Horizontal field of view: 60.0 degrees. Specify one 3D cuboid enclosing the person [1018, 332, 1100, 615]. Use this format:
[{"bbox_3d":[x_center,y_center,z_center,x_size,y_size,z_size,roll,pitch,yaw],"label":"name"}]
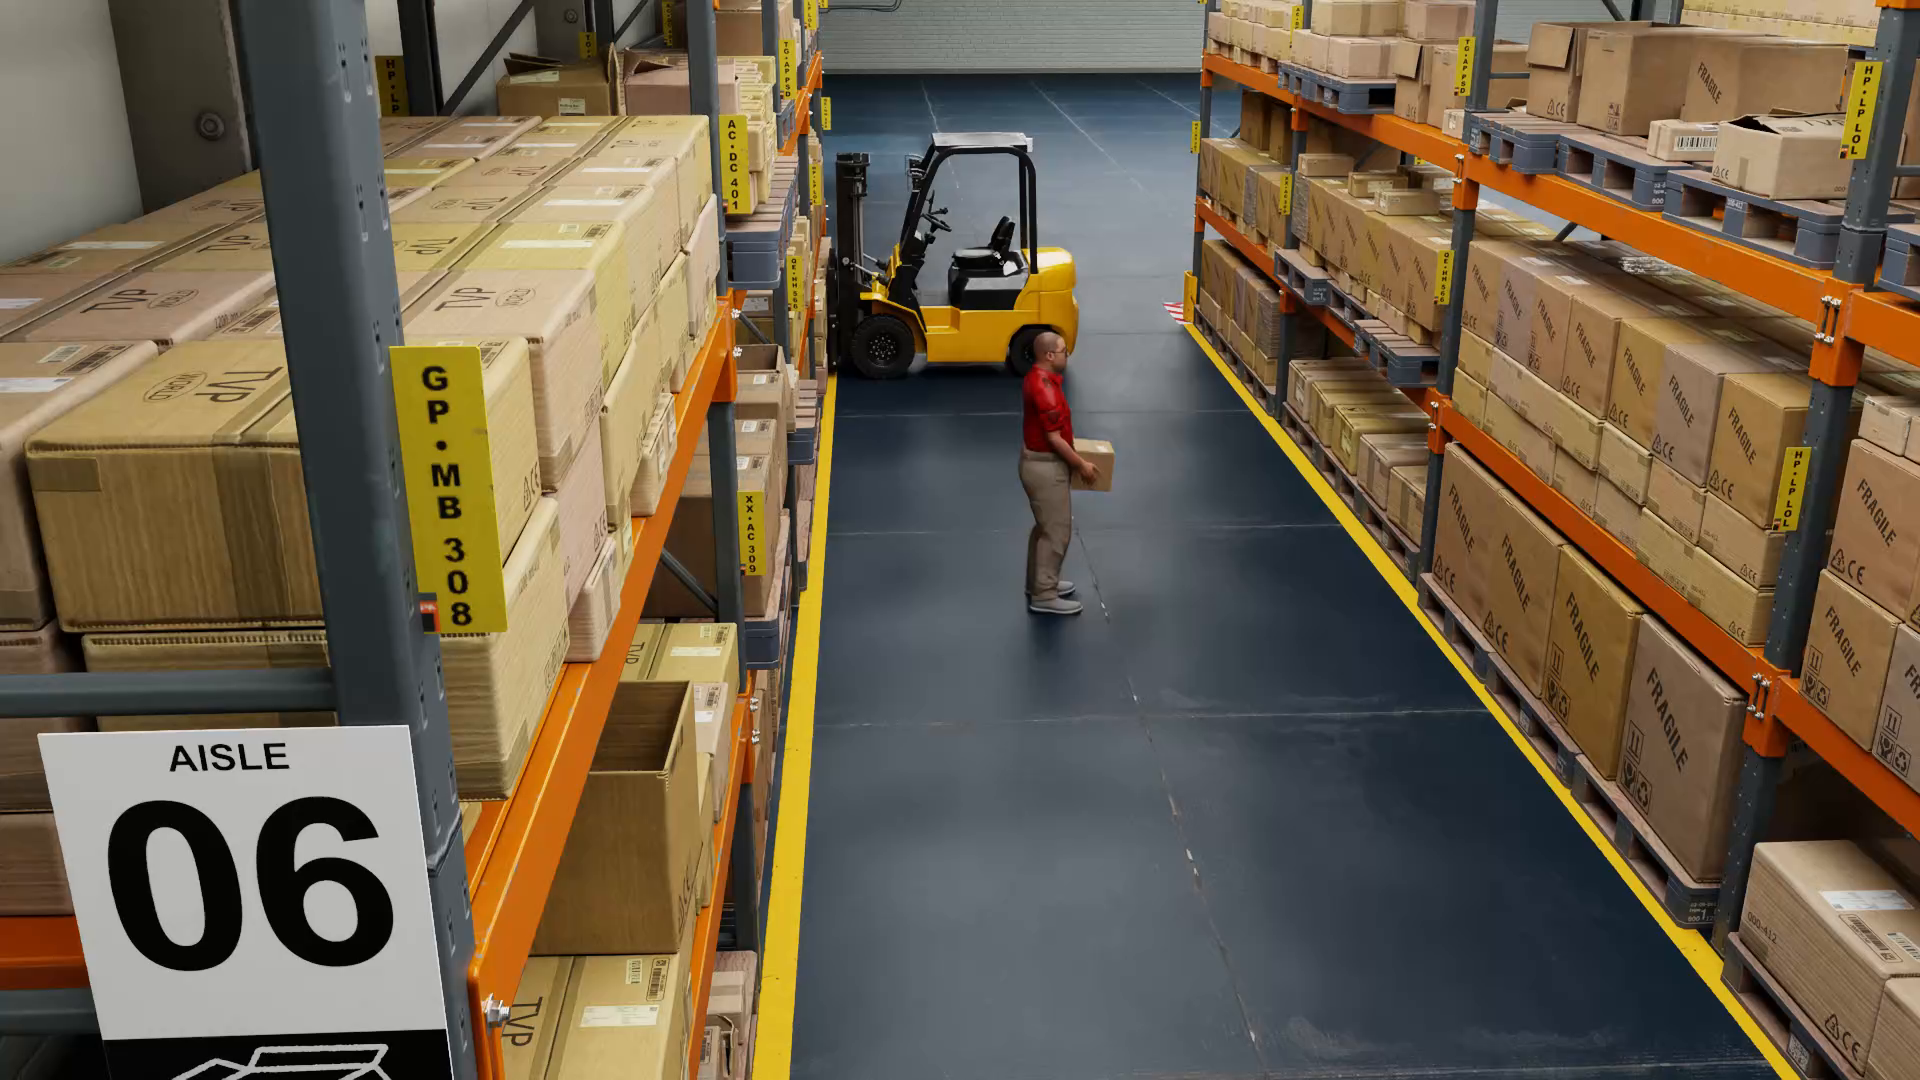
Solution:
[{"bbox_3d":[0.605,-0.429,10.251,0.483,1.733,0.530,-1,20,-4],"label":"person"}]
